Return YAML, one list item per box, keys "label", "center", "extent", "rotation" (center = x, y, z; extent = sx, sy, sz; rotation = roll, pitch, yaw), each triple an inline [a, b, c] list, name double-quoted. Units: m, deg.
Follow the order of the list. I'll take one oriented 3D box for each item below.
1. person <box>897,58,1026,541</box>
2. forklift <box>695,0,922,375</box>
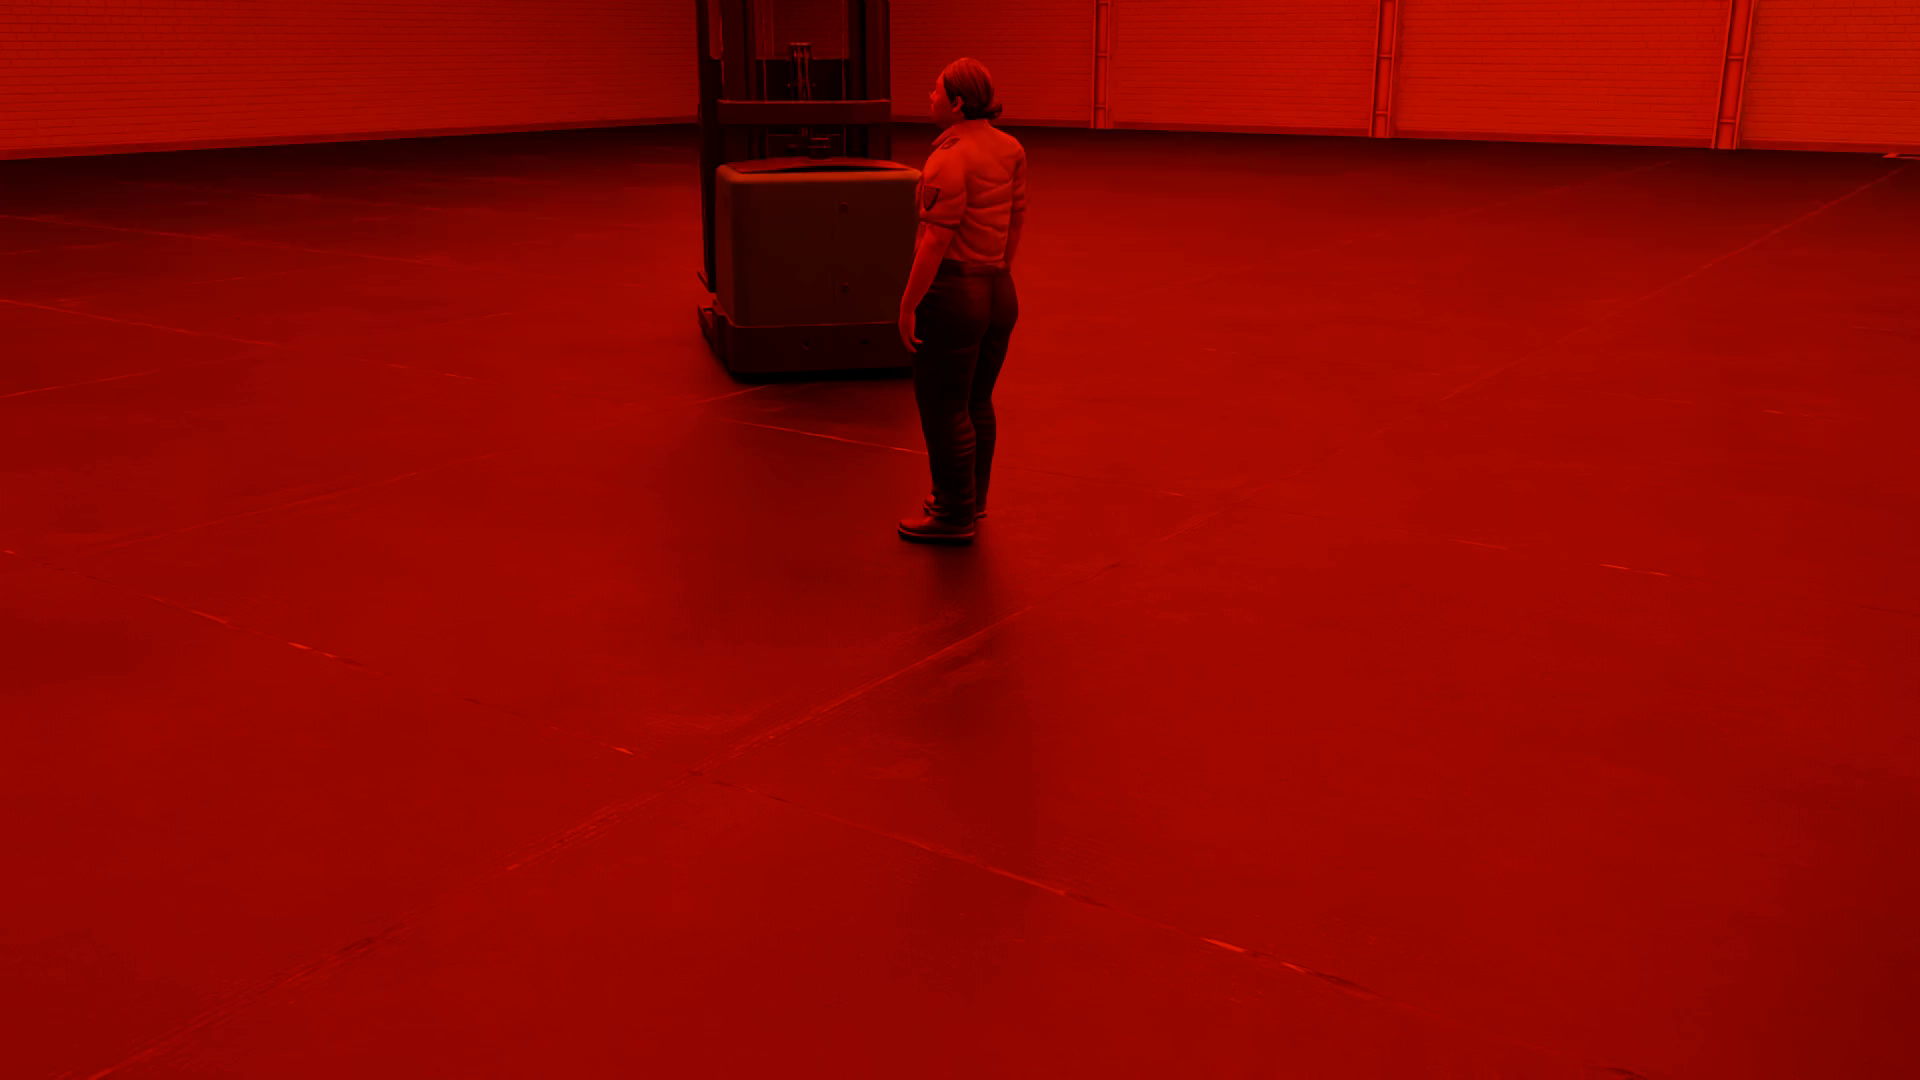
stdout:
- label: "person"
  center: [-0.062, -0.812, 5.779]
  extent: [0.501, 1.640, 0.598]
  rotation: [11, 20, 33]
- label: "forklift"
  center: [-0.993, -2.644, 9.675]
  extent: [1.130, 2.935, 3.031]
  rotation: [-4, 17, -13]
